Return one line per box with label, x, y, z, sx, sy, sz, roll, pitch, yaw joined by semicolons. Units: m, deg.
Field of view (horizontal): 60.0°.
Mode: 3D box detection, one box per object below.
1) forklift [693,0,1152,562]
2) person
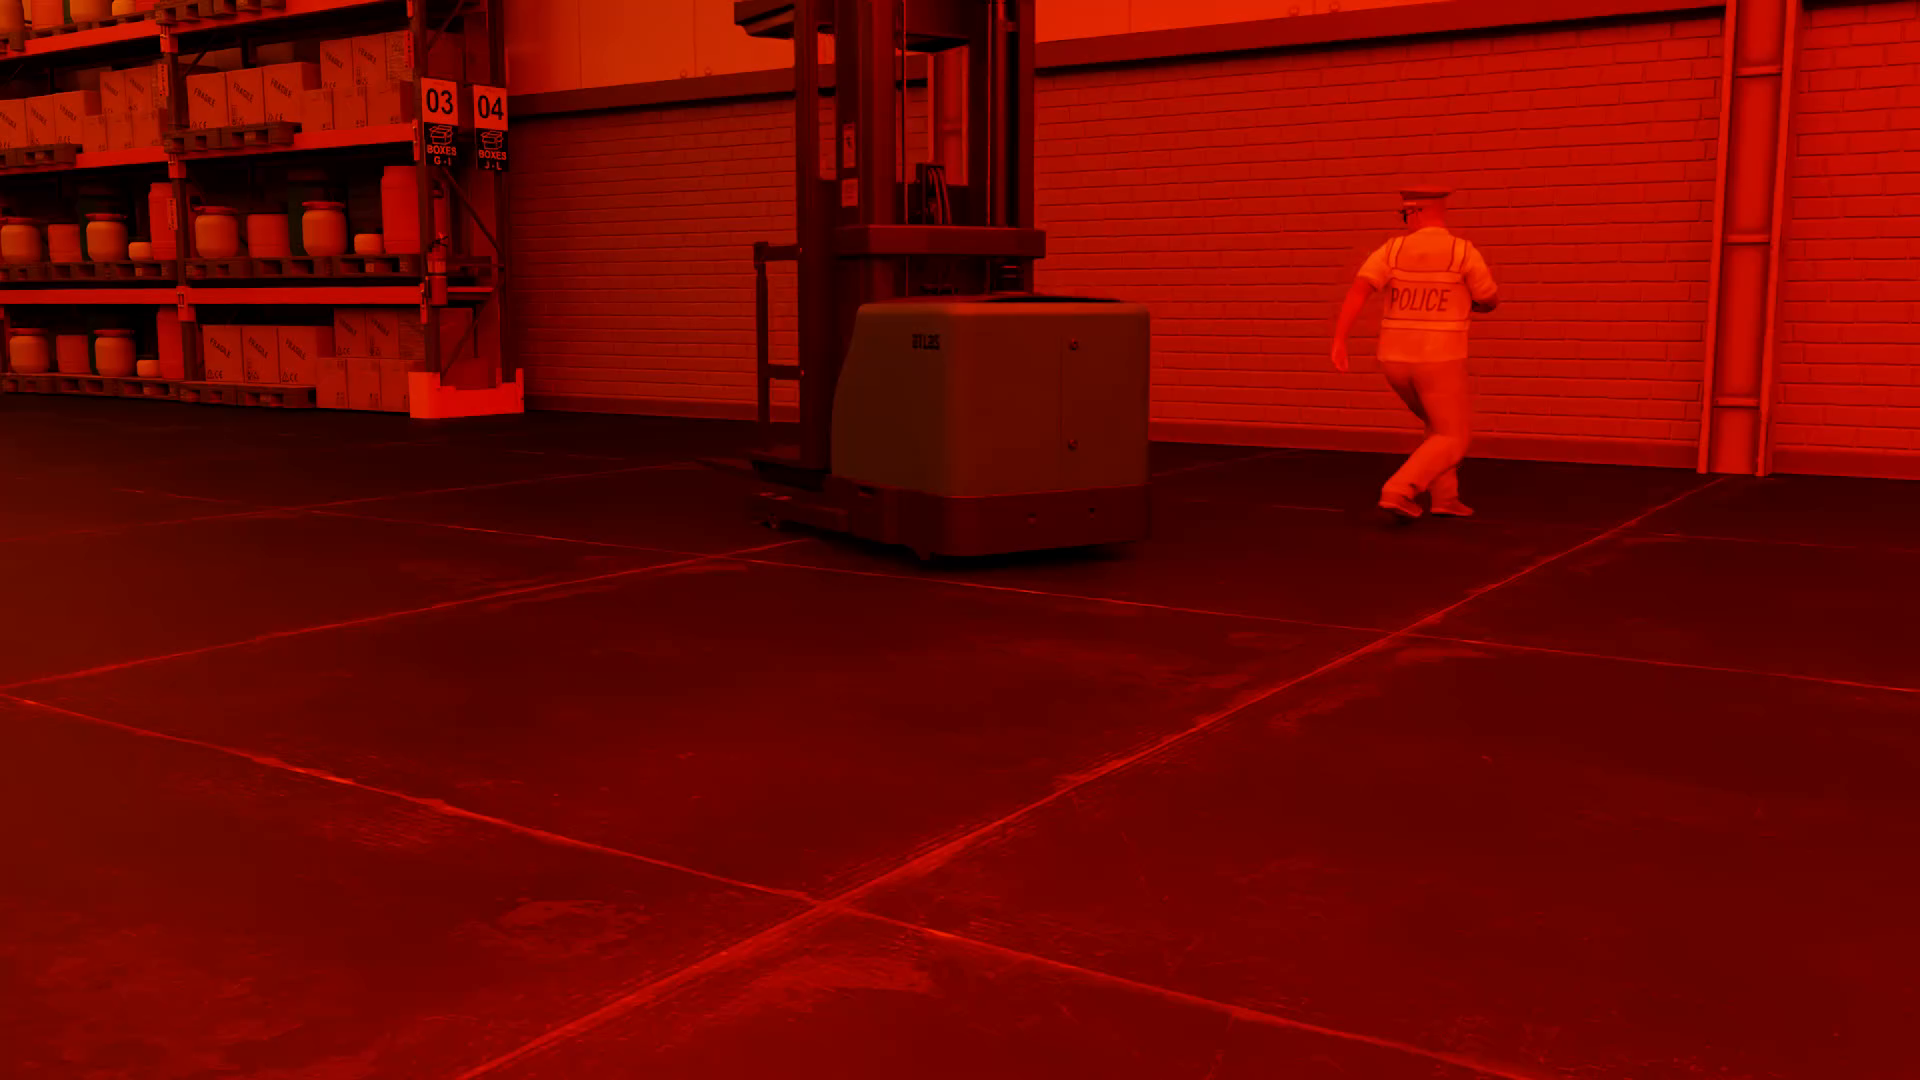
forklift;-0.388;-1.528;7.936;1.130;2.935;3.031;-5;10;-32
person;2.301;-0.903;8.196;0.925;1.673;0.567;-7;11;-41
